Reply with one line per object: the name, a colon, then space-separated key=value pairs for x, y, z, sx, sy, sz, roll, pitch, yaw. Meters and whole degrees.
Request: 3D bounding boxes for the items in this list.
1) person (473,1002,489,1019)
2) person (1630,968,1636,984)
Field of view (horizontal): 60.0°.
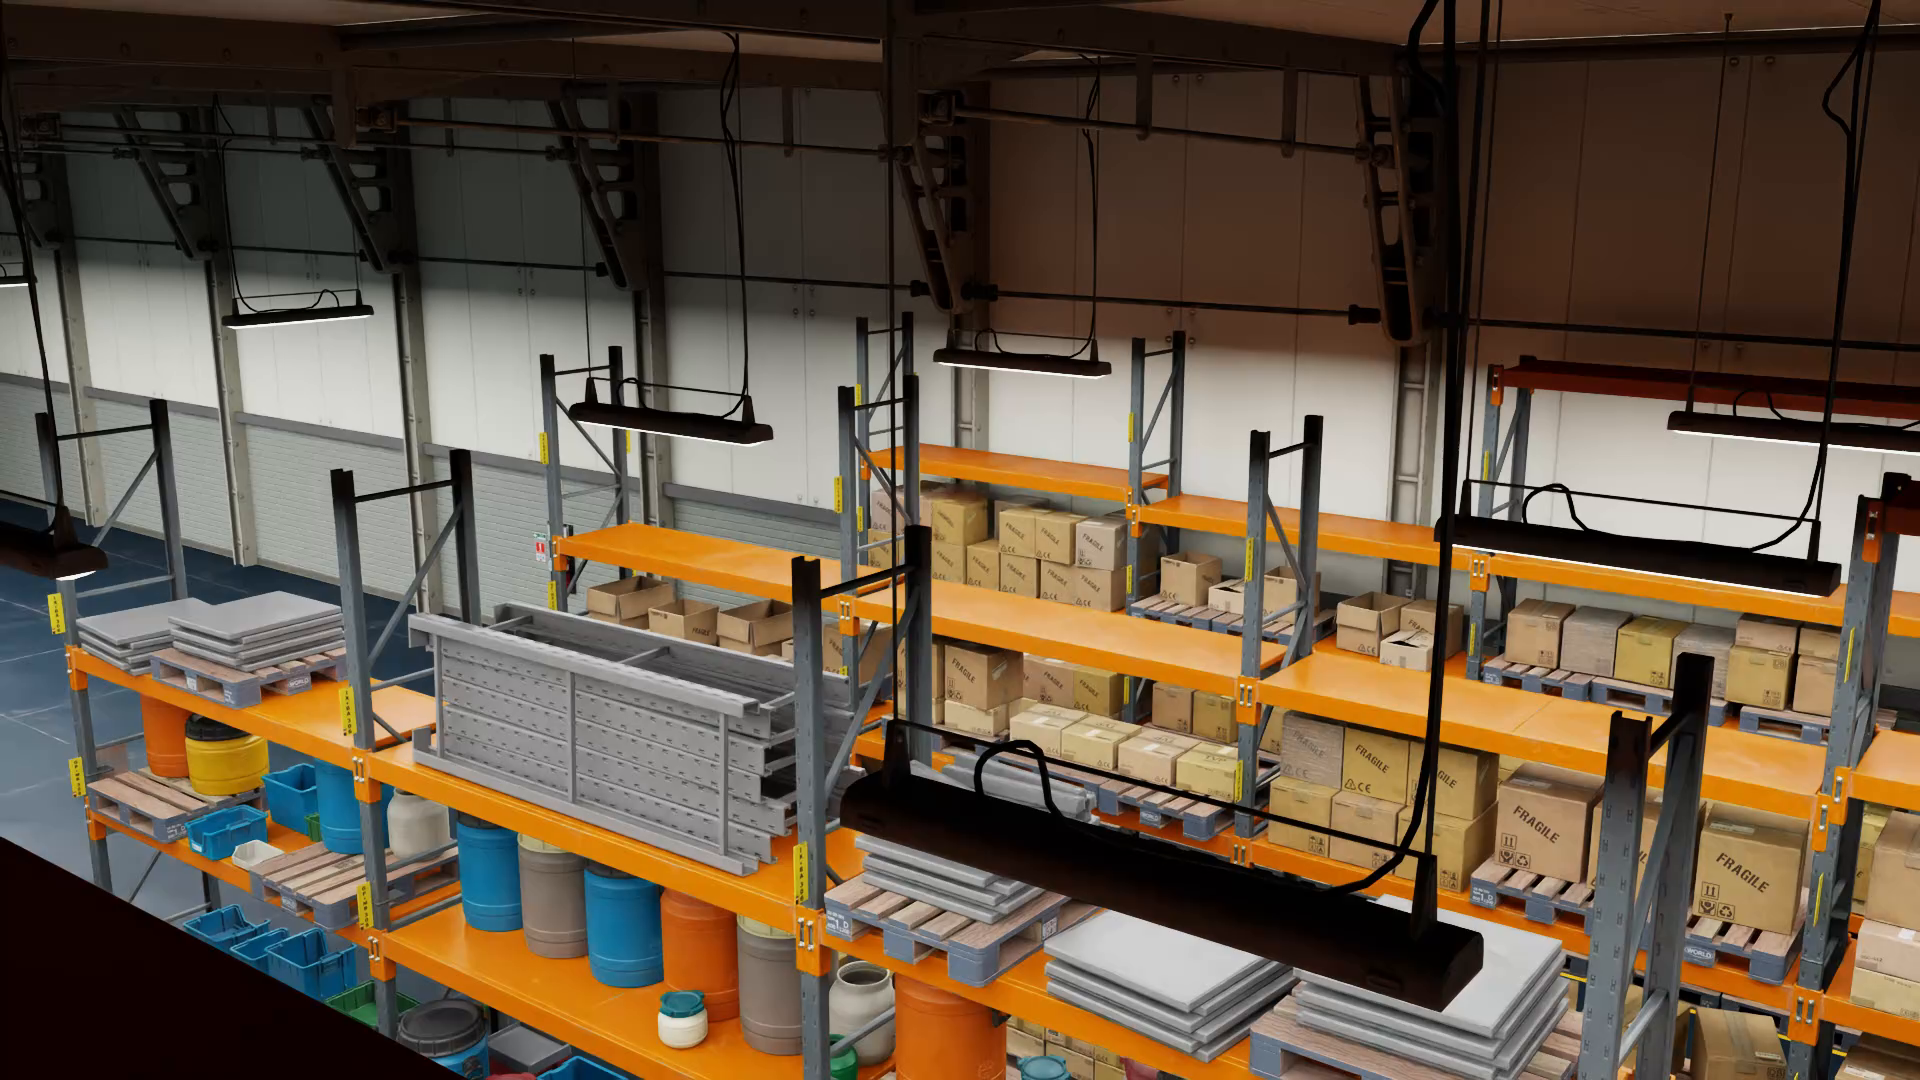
person: x=-4.250 y=3.711 z=15.324 sx=1.020 sy=1.734 sz=0.550 roll=7 pitch=15 yaw=27
person: x=5.864 y=3.832 z=14.991 sx=0.488 sy=1.687 sz=0.446 roll=-3 pitch=13 yaw=-12
